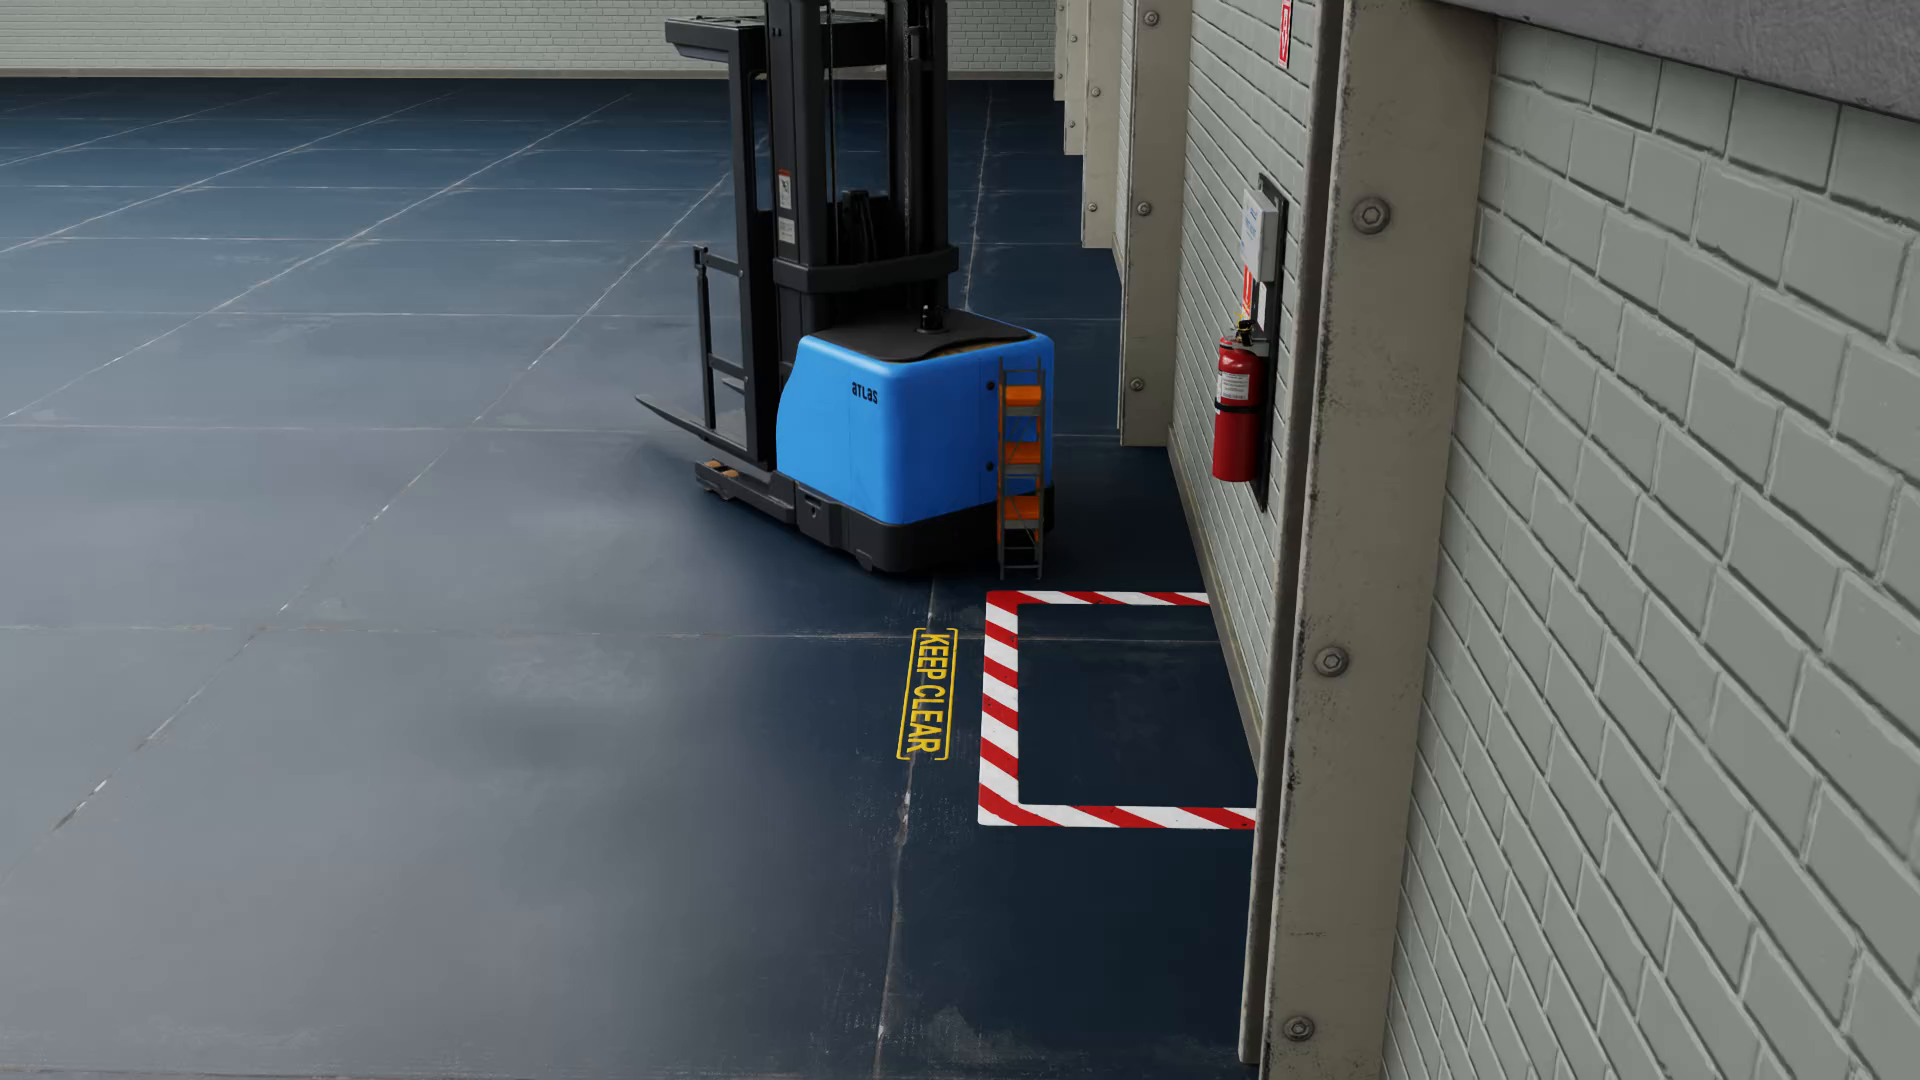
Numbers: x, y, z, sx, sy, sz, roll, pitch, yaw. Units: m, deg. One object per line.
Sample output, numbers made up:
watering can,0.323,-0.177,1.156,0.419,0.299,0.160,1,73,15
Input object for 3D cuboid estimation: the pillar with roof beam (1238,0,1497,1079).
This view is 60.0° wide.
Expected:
pillar with roof beam,-3.358,-2.709,3.070,9.100,9.000,0.400,1,21,2

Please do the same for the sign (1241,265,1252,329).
sign,1.178,-0.973,6.841,0.001,0.329,0.234,1,21,2

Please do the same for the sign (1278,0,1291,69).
sign,1.158,-1.840,5.921,0.001,0.298,0.199,1,21,2

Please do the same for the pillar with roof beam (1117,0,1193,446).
pillar with roof beam,-3.175,-4.878,8.661,9.100,9.000,0.400,1,21,2

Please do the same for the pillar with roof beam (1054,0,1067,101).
pillar with roof beam,-2.628,-11.386,25.435,9.100,9.000,0.400,1,21,2

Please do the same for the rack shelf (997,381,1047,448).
rack shelf,0.290,-0.592,7.849,0.215,0.259,0.240,-1,21,-2

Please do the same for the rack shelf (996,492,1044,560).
rack shelf,0.290,-0.069,8.052,0.215,0.259,0.240,-1,21,-2

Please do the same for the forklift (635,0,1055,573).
forklift,-0.813,-1.678,8.802,1.130,2.935,3.031,-15,26,-34

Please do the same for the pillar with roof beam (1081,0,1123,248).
pillar with roof beam,-2.993,-7.048,14.253,9.100,9.000,0.400,1,21,2

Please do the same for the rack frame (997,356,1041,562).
rack frame,0.286,-0.382,8.061,0.200,1.050,0.008,-1,21,-2

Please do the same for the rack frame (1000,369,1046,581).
rack frame,0.294,-0.294,7.834,0.200,1.050,0.008,-1,21,-2

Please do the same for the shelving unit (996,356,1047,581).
shelving unit,0.290,-0.338,7.948,0.215,1.050,0.252,-1,21,-2

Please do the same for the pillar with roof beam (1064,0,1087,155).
pillar with roof beam,-2.810,-9.217,19.844,9.100,9.000,0.400,1,21,2

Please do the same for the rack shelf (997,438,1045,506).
rack shelf,0.290,-0.328,7.952,0.215,0.259,0.240,-1,21,-2

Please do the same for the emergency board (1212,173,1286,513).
emergency board,1.058,-0.758,6.335,0.194,1.169,0.643,1,21,2
